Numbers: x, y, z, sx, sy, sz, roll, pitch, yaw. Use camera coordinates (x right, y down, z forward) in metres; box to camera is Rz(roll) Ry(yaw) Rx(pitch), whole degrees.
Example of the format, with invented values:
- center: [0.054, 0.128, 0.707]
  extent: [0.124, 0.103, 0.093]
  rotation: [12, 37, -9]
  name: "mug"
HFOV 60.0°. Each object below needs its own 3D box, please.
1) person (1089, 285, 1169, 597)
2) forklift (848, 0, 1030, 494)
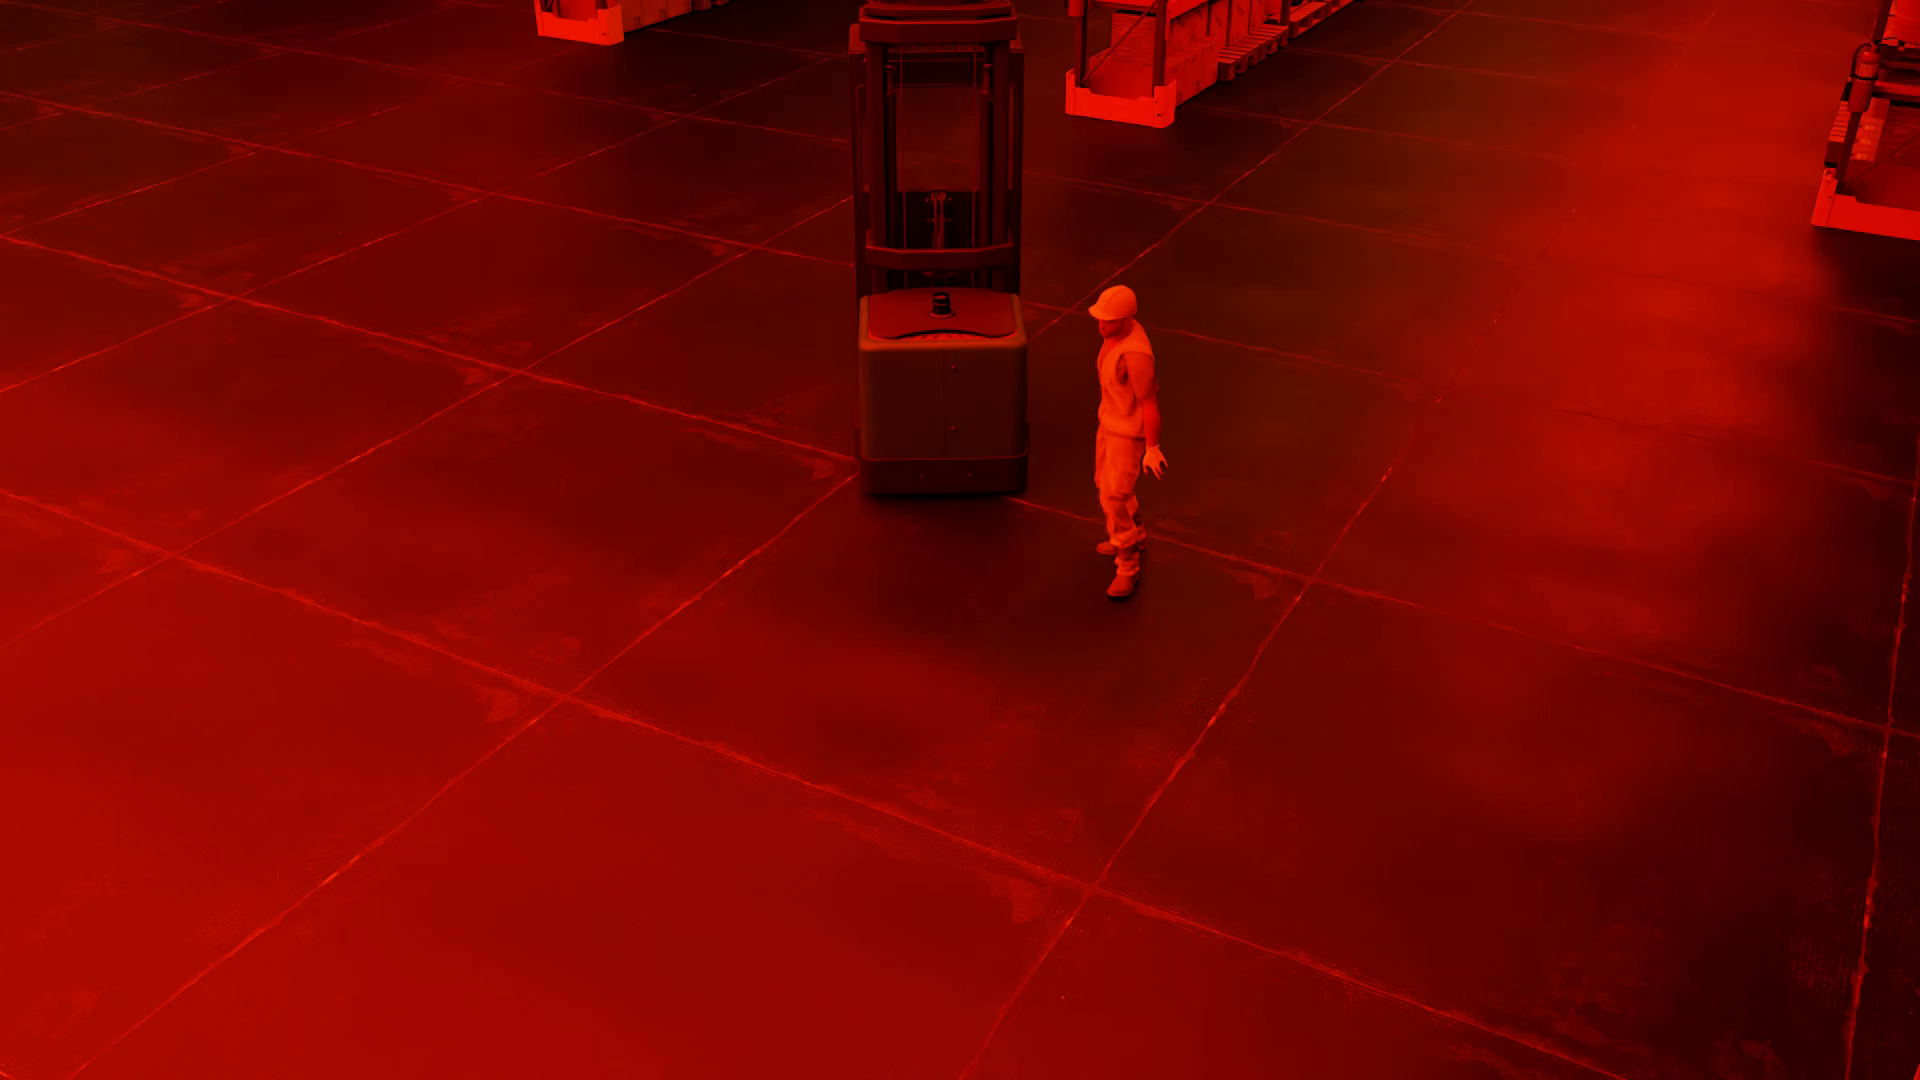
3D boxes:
- center: [0.904, -0.622, 9.353]
  extent: [0.454, 1.749, 0.879]
  rotation: [-5, 30, -8]
  name: "person"
- center: [-0.156, -2.257, 10.982]
  extent: [1.130, 2.935, 3.031]
  rotation: [-1, 30, -2]
  name: "forklift"
